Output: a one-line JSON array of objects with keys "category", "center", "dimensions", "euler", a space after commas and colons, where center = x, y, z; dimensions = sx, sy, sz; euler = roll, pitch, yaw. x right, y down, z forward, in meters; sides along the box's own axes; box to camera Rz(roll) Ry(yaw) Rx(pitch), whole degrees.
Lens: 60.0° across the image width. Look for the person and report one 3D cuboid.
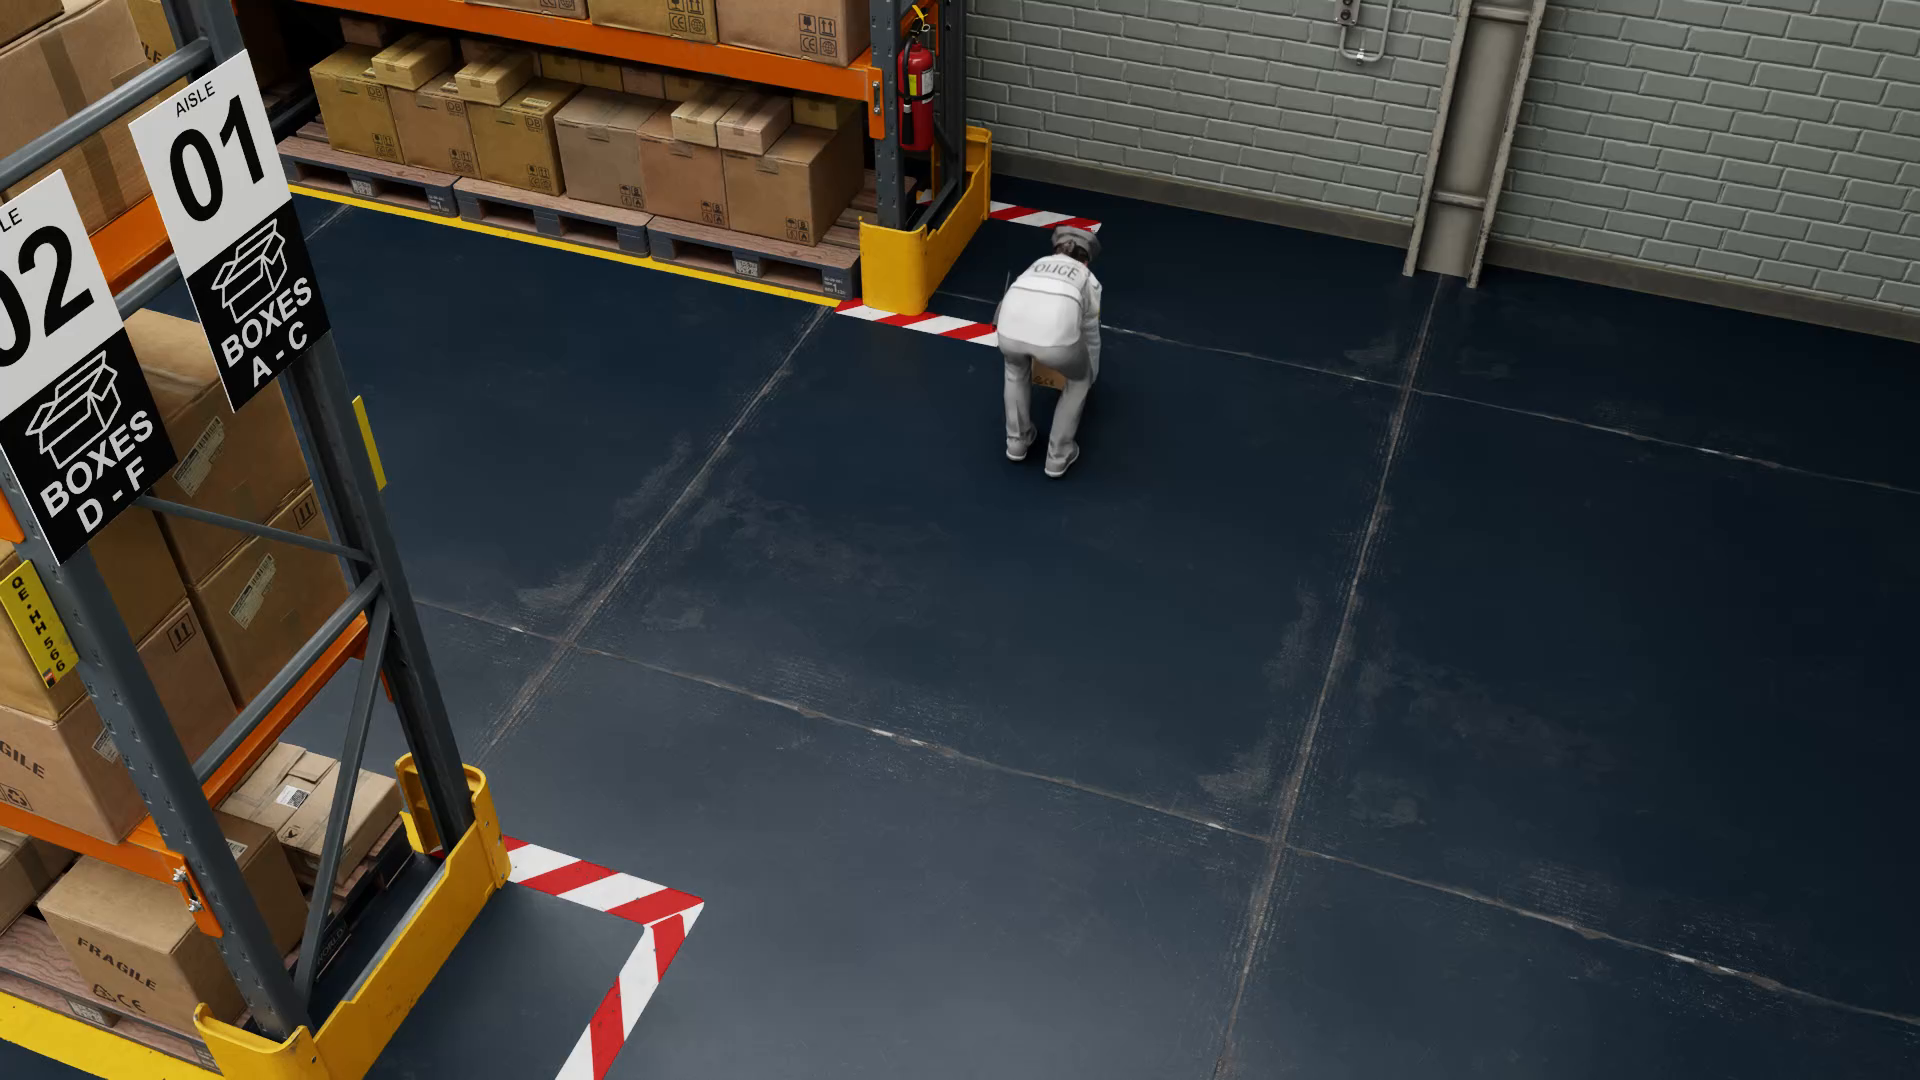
[{"category": "person", "center": [0.431, -0.883, 7.653], "dimensions": [0.426, 0.995, 0.912], "euler": [12, 43, 13]}]
